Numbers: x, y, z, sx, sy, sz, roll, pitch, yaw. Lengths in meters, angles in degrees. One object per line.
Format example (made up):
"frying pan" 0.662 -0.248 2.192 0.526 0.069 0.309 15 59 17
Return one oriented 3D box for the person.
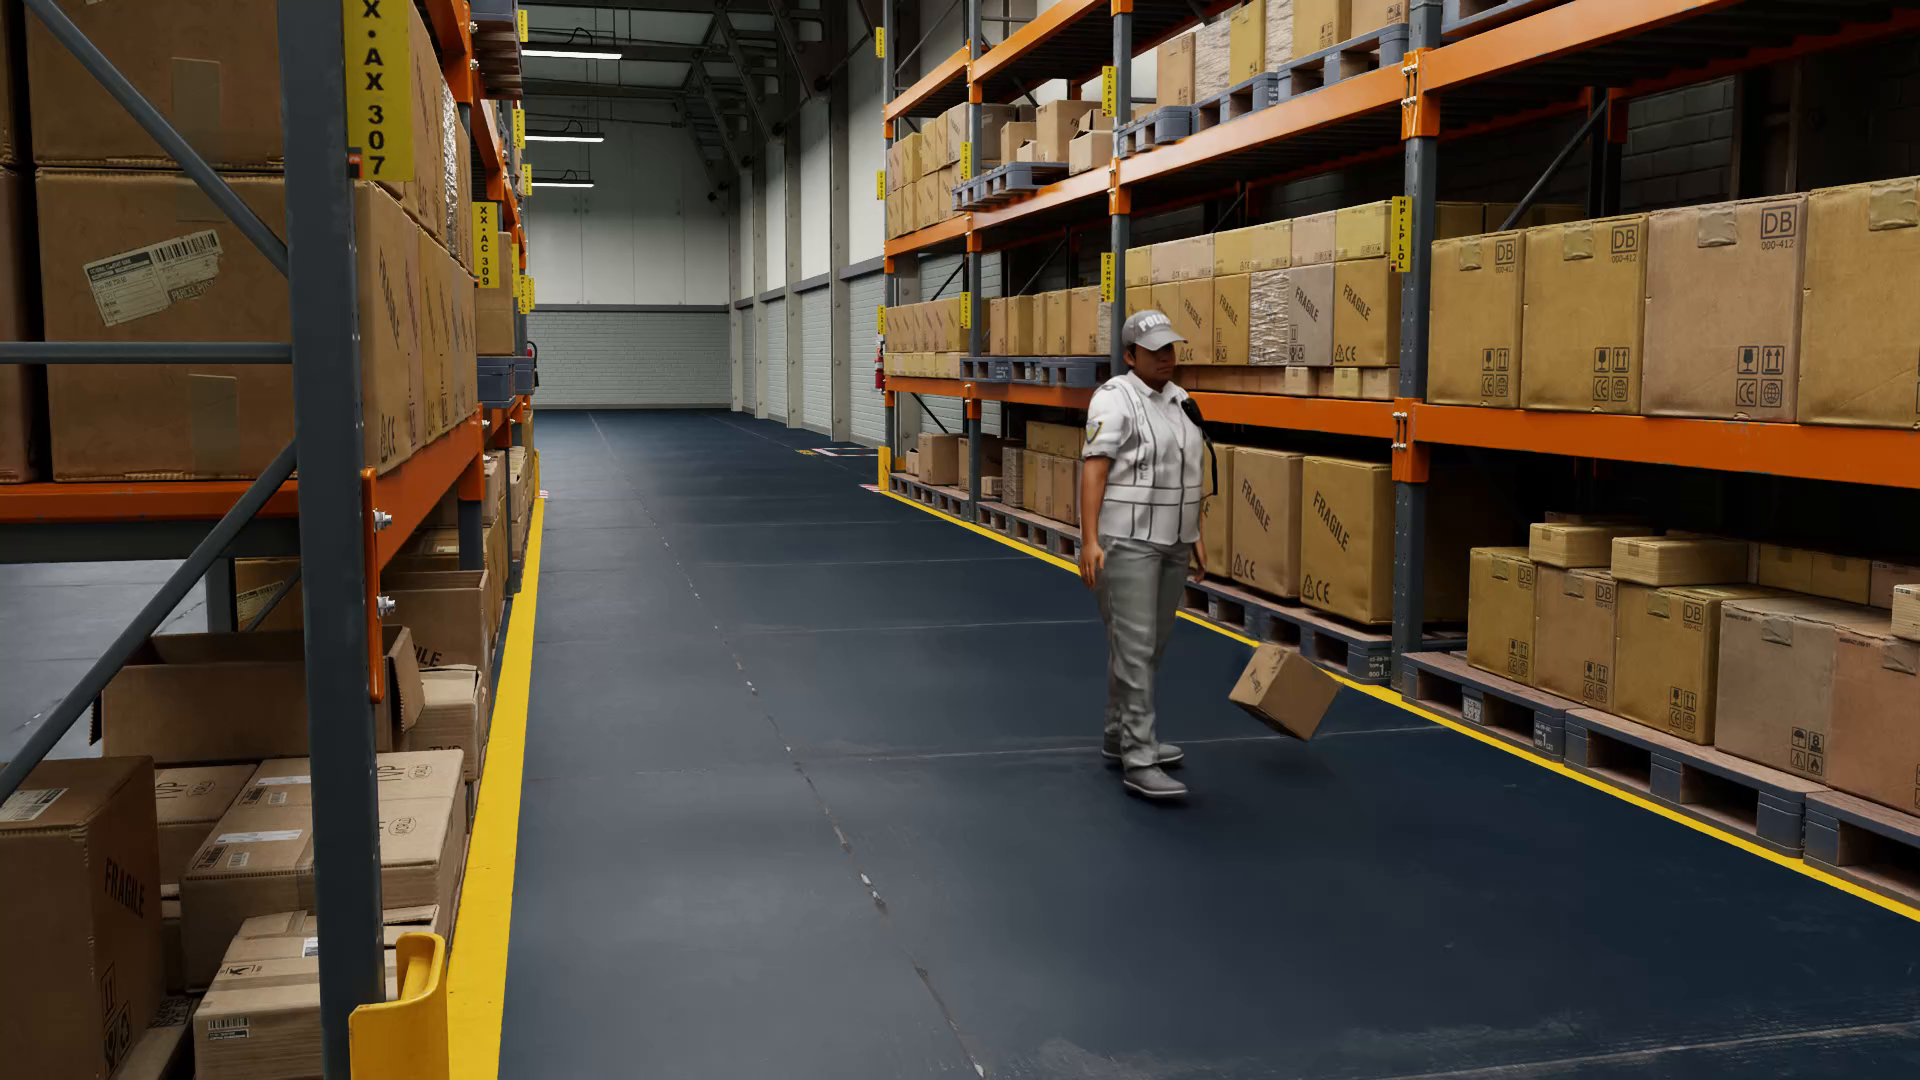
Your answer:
"person" 0.656 0.026 5.806 0.629 1.651 0.614 -6 9 -43
